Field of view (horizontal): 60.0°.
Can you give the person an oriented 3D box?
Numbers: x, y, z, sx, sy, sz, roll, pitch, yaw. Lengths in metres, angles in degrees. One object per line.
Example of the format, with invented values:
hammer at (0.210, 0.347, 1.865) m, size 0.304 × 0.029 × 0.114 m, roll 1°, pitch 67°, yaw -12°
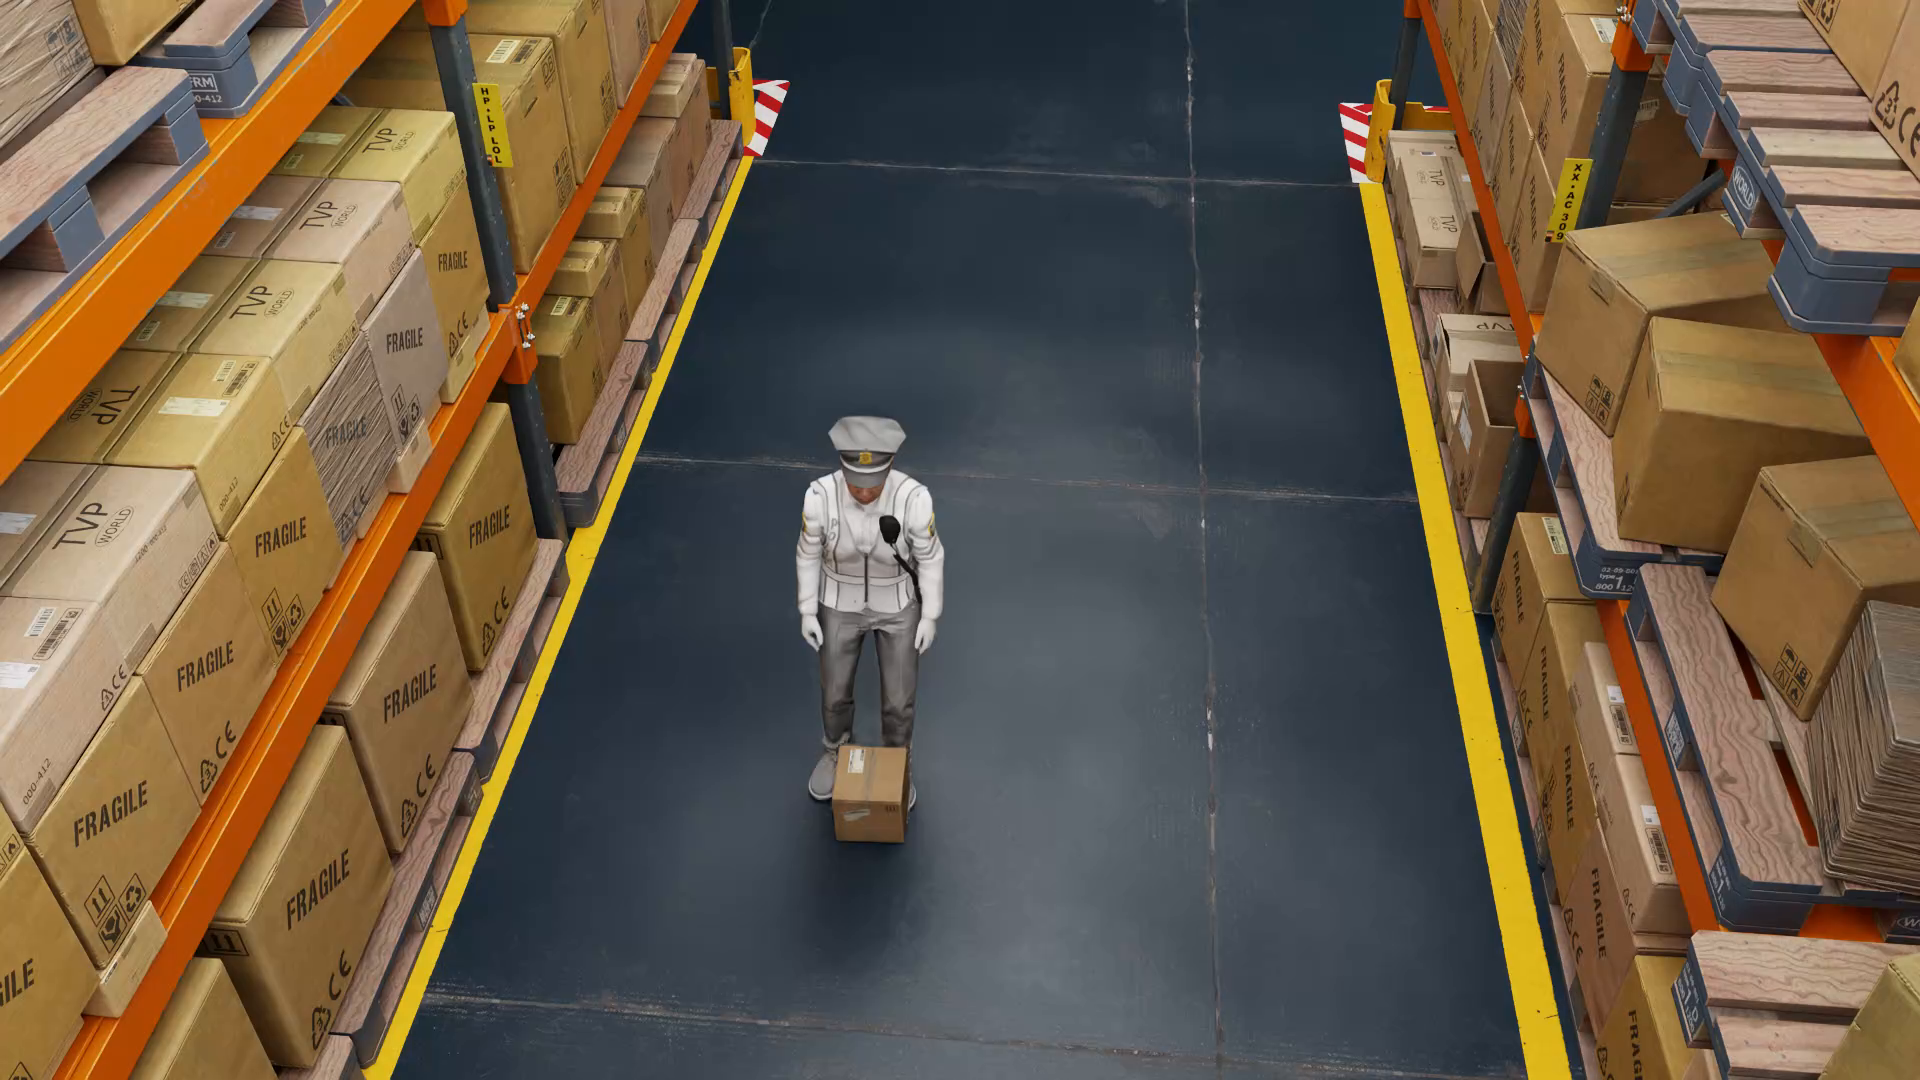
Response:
person at (-0.315, 0.265, 5.841) m, size 0.514 × 1.664 × 0.412 m, roll 2°, pitch 40°, yaw 2°
